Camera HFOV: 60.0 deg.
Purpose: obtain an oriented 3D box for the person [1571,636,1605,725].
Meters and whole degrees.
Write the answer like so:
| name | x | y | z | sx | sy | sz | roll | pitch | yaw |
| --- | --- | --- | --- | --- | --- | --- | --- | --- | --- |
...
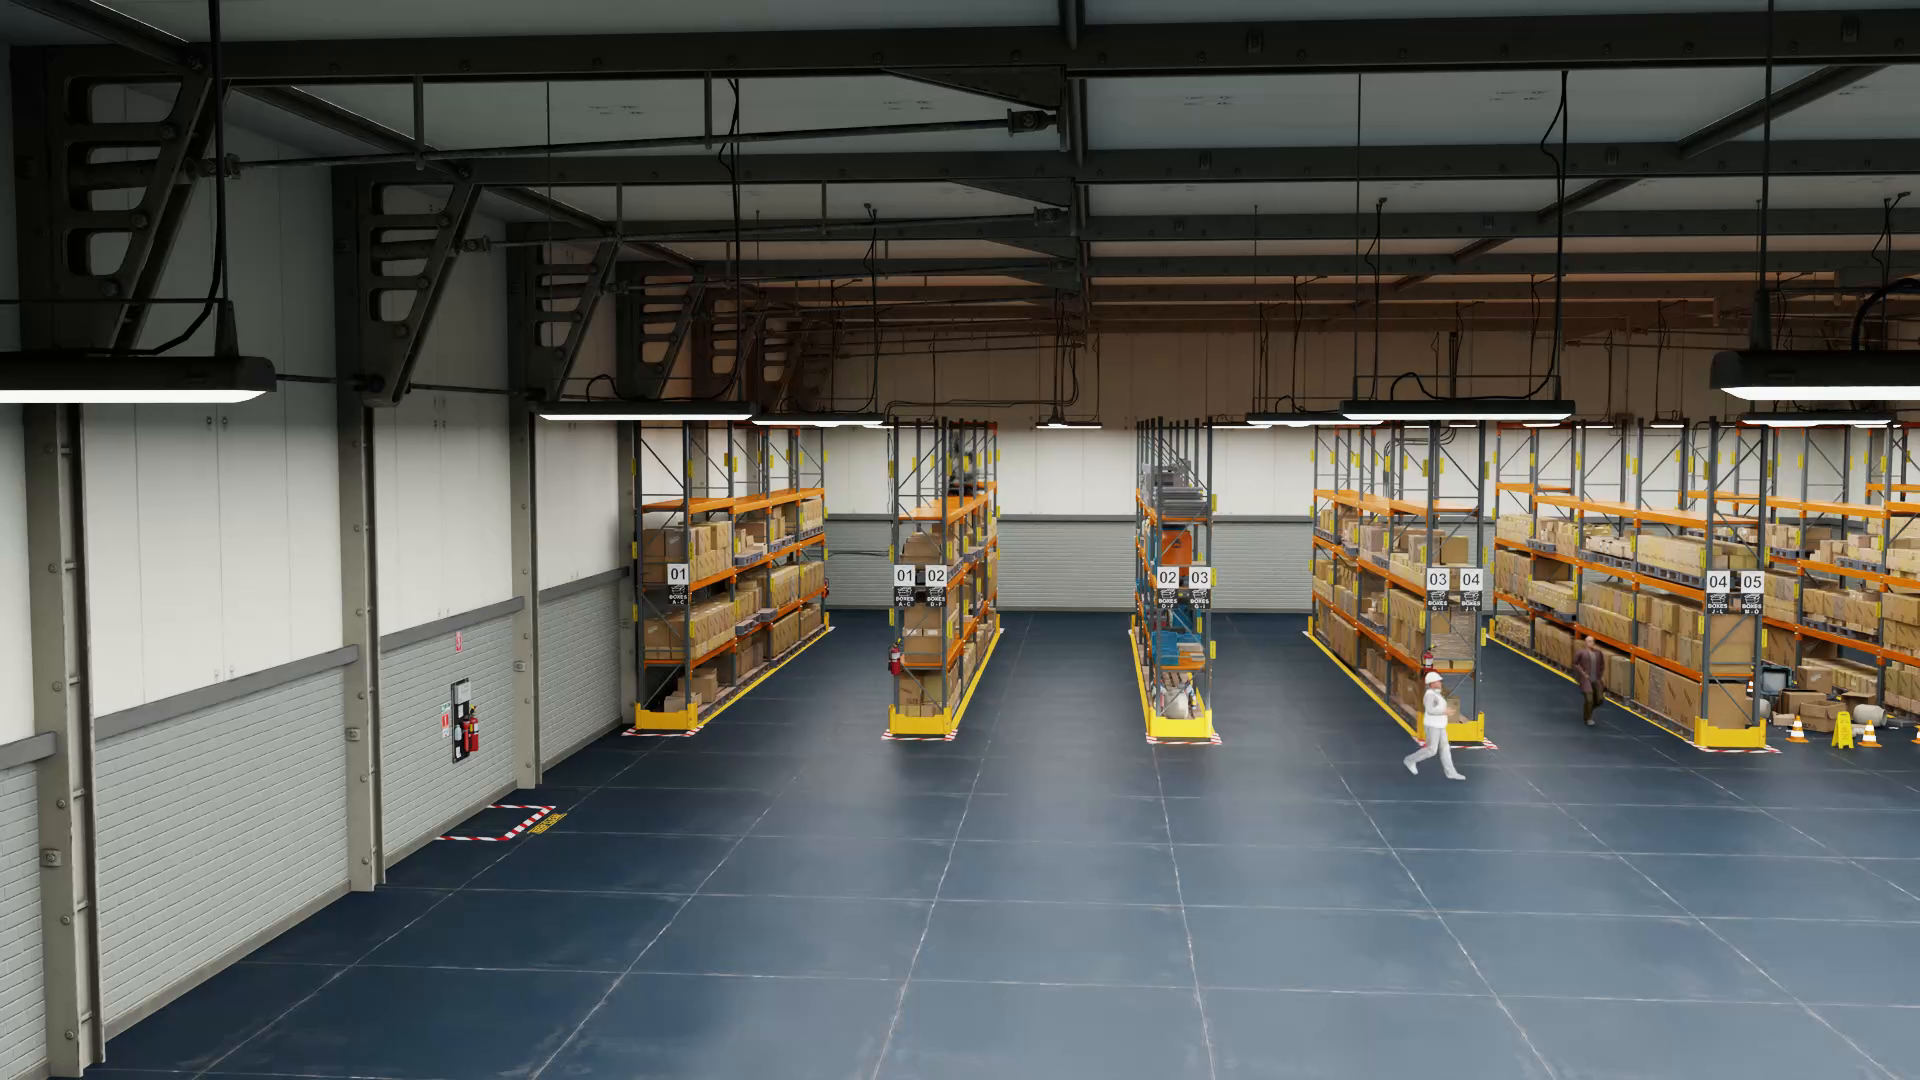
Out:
| name | x | y | z | sx | sy | sz | roll | pitch | yaw |
| --- | --- | --- | --- | --- | --- | --- | --- | --- | --- |
| person | 12.282 | 2.735 | 32.429 | 0.702 | 1.720 | 0.663 | 0 | 4 | -4 |

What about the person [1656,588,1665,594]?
| name | x | y | z | sx | sy | sz | roll | pitch | yaw |
| --- | --- | --- | --- | --- | --- | --- | --- | --- | --- |
| person | 19.967 | 1.883 | 47.254 | 0.615 | 1.554 | 0.532 | 2 | 4 | 25 |

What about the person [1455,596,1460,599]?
| name | x | y | z | sx | sy | sz | roll | pitch | yaw |
| --- | --- | --- | --- | --- | --- | --- | --- | --- | --- |
| person | 13.416 | 2.000 | 44.311 | 0.553 | 1.683 | 0.681 | 0 | 4 | 5 |

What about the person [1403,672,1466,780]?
| name | x | y | z | sx | sy | sz | roll | pitch | yaw |
| --- | --- | --- | --- | --- | --- | --- | --- | --- | --- |
| person | 7.771 | 3.028 | 27.175 | 0.990 | 1.744 | 0.663 | 2 | 4 | 29 |
